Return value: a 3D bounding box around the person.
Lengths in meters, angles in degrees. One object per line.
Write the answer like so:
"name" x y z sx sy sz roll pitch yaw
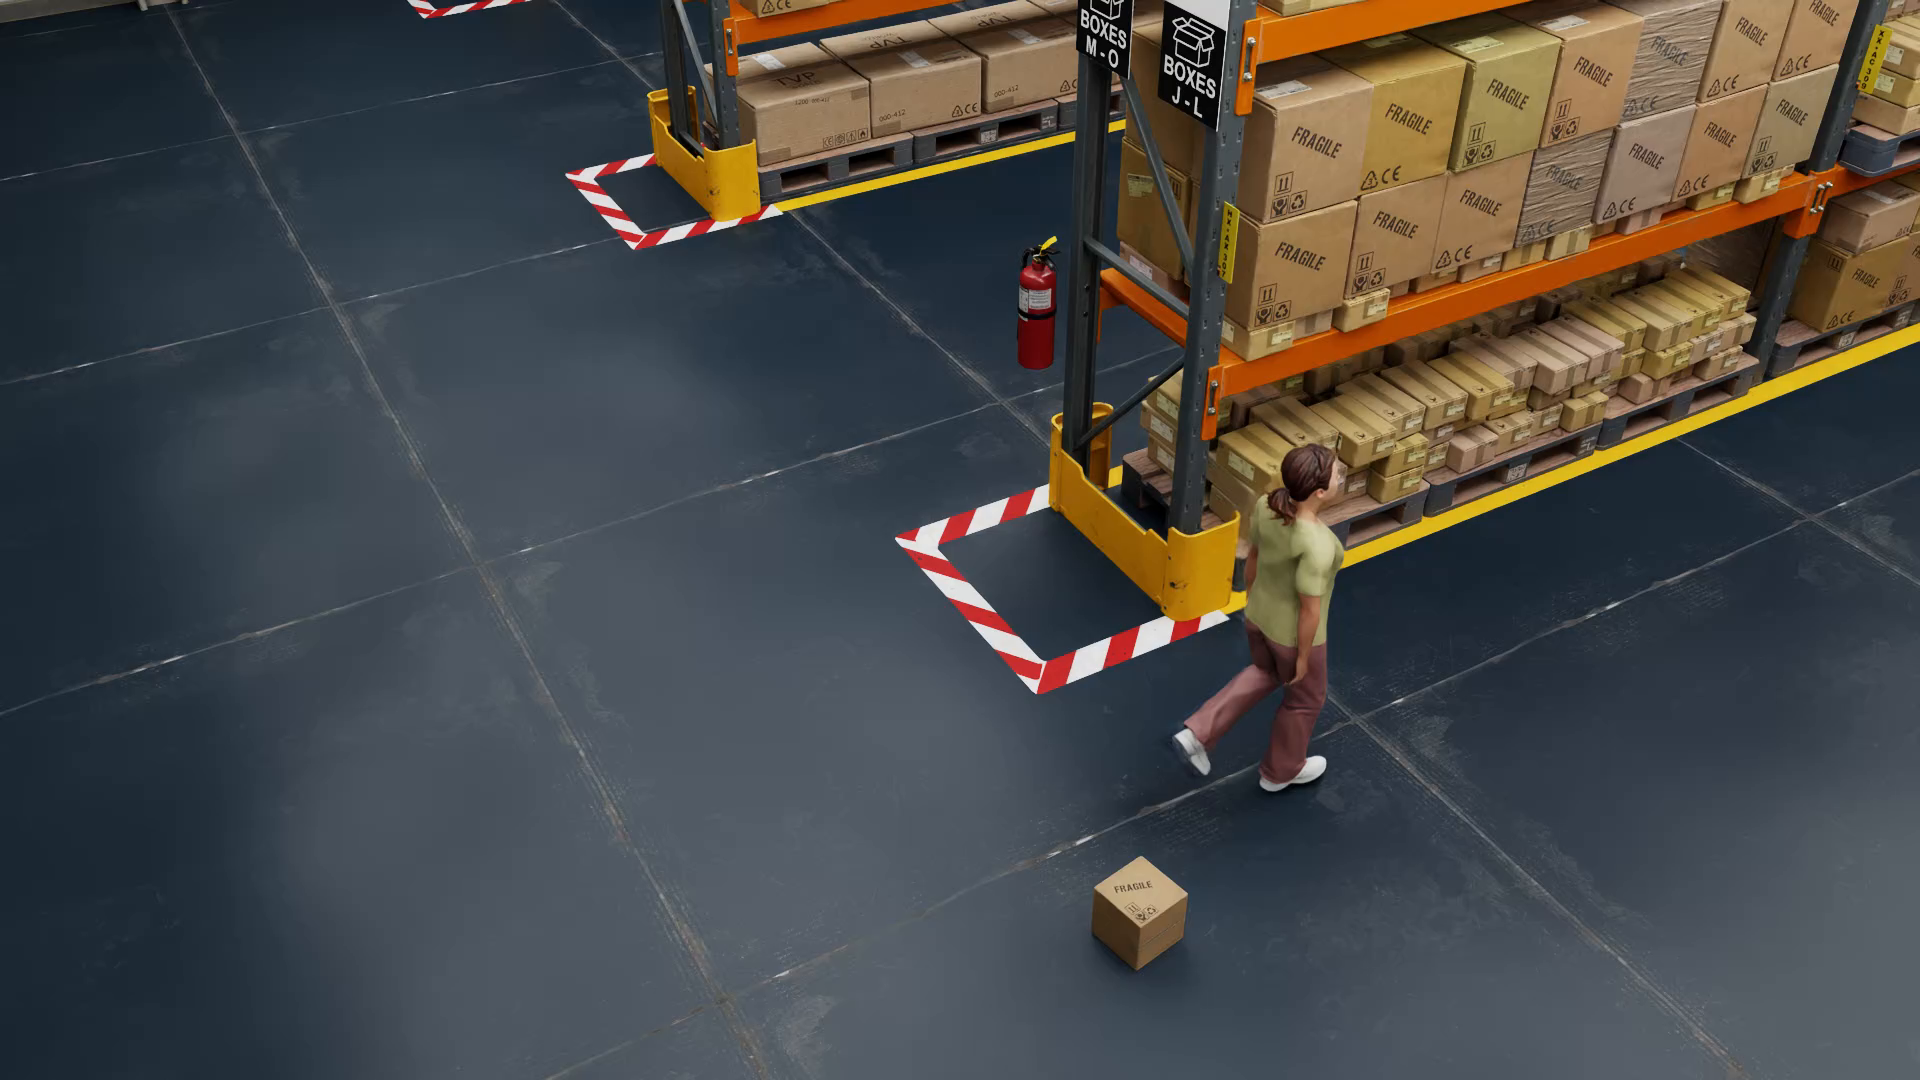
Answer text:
"person" 1.211 0.354 6.430 0.658 1.658 0.442 -18 40 -22
